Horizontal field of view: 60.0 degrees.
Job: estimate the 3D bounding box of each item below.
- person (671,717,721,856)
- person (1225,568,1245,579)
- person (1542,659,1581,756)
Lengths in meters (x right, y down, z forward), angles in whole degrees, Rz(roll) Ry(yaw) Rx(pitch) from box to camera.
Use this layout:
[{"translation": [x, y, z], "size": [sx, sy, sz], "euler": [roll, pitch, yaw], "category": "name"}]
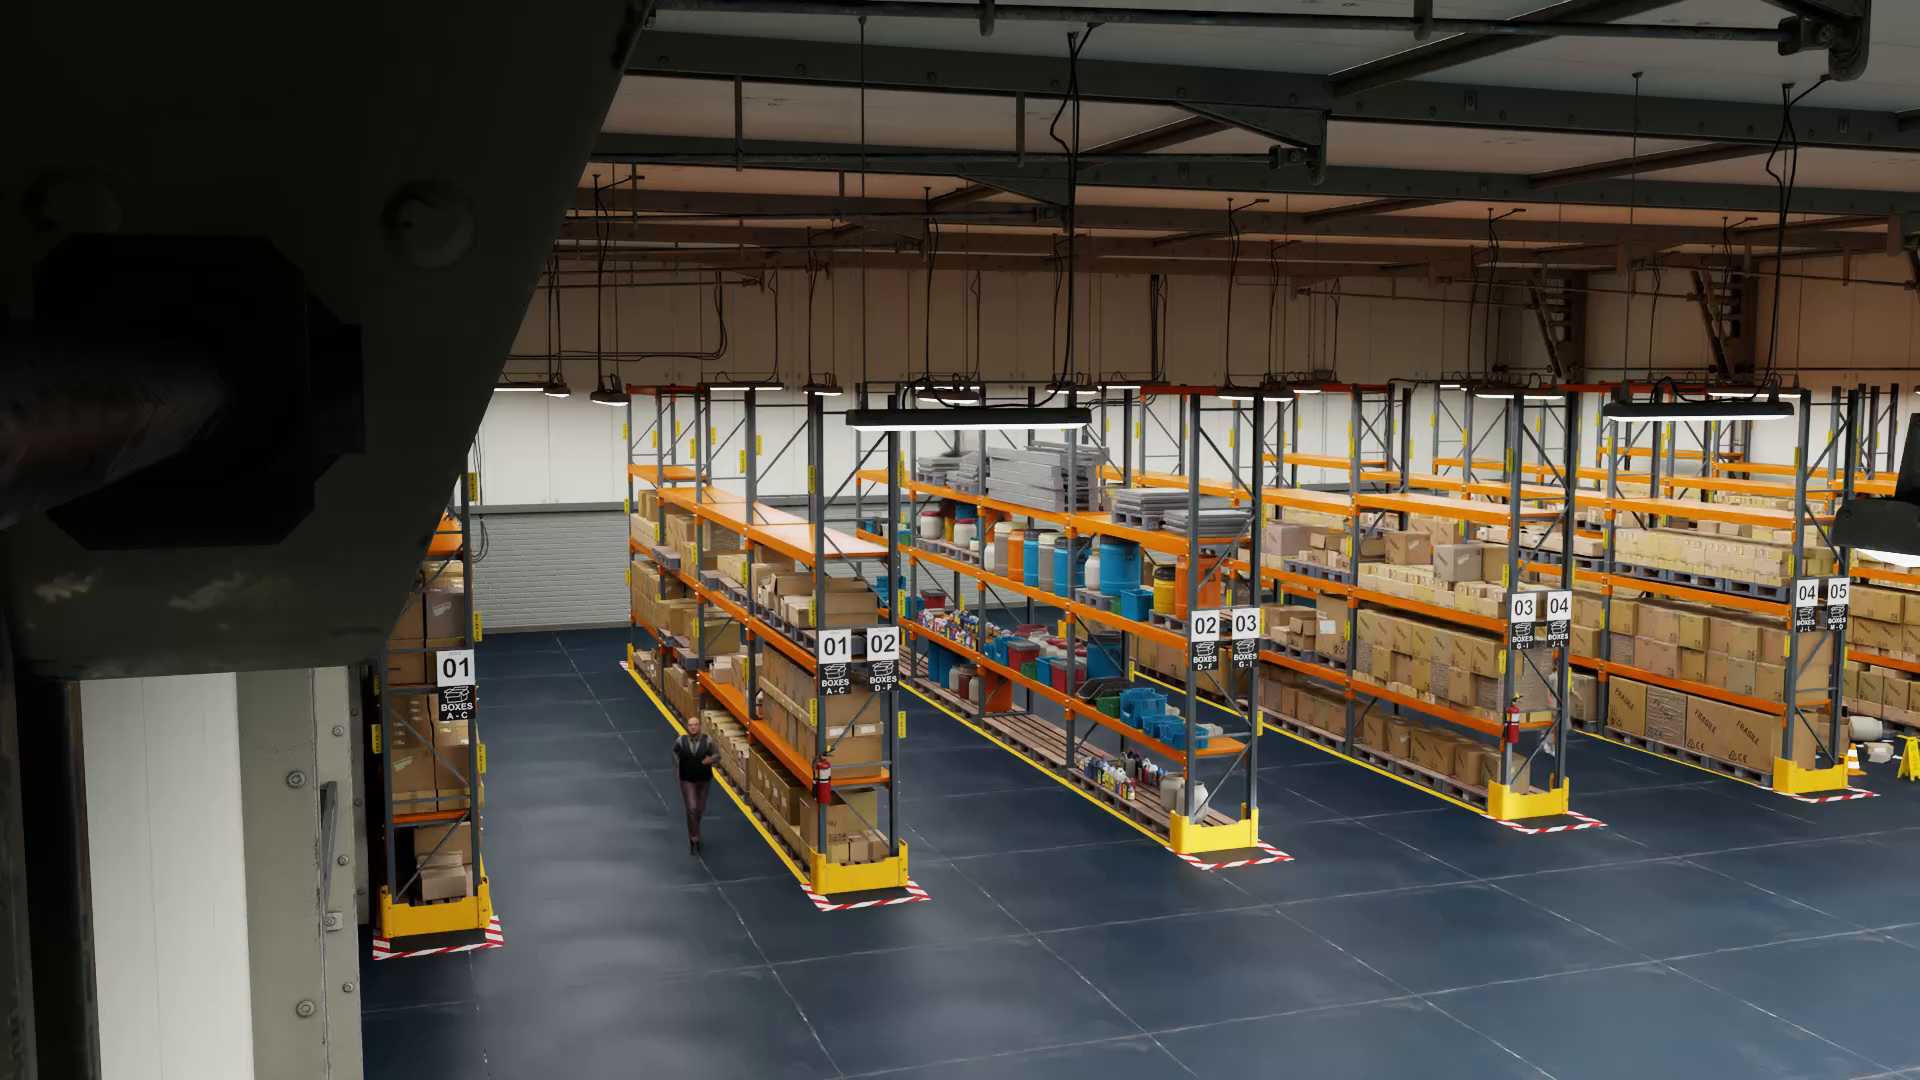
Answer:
[{"translation": [-3.478, 3.205, 22.012], "size": [0.638, 1.762, 0.871], "euler": [-2, 6, -16], "category": "person"}, {"translation": [6.596, 1.304, 40.675], "size": [0.923, 1.639, 0.627], "euler": [-4, 7, -32], "category": "person"}, {"translation": [9.821, 2.722, 27.093], "size": [0.551, 1.637, 0.558], "euler": [-3, 7, -30], "category": "person"}]
